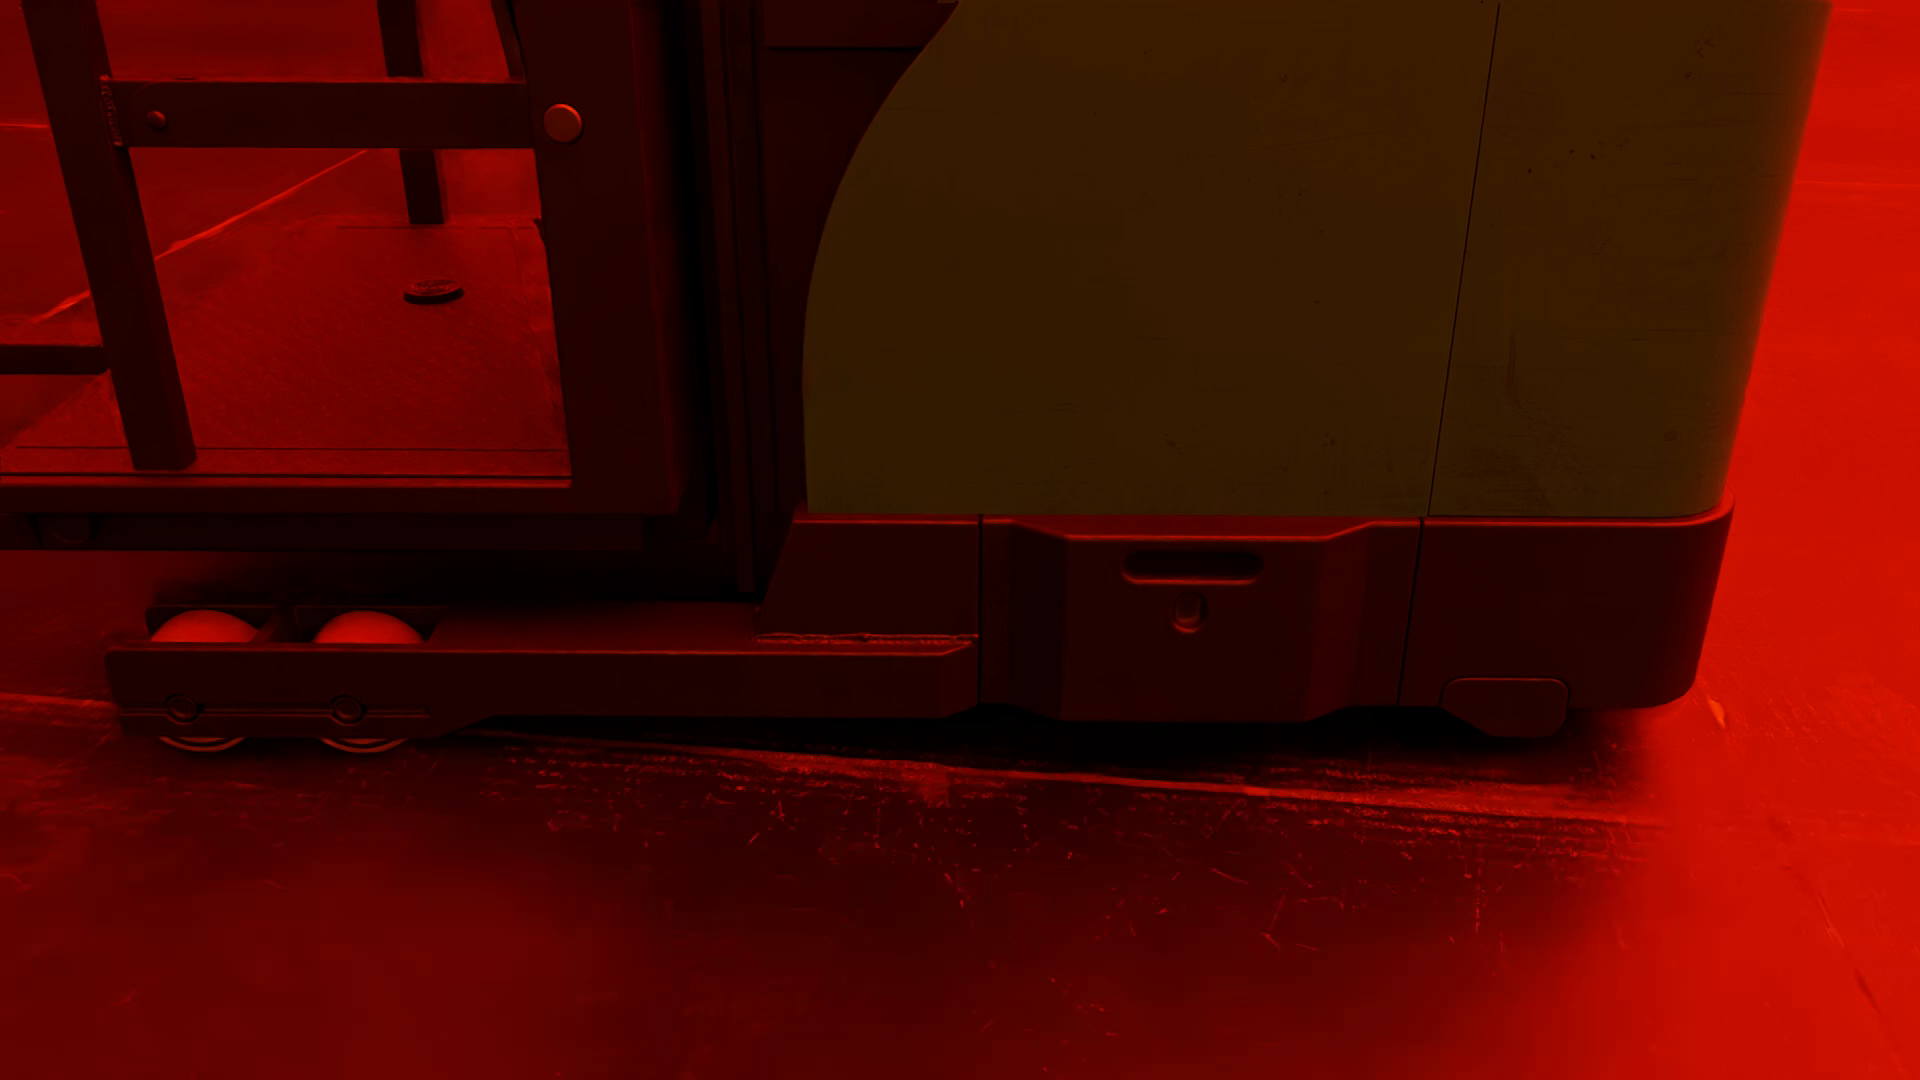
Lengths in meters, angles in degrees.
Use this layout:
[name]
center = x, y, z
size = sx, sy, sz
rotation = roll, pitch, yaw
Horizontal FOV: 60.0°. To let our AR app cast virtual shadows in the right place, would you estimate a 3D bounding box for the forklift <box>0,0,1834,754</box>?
[forklift]
center = -0.617, -1.293, 1.808
size = 3.031, 2.935, 1.130
rotation = 0, 27, 1
